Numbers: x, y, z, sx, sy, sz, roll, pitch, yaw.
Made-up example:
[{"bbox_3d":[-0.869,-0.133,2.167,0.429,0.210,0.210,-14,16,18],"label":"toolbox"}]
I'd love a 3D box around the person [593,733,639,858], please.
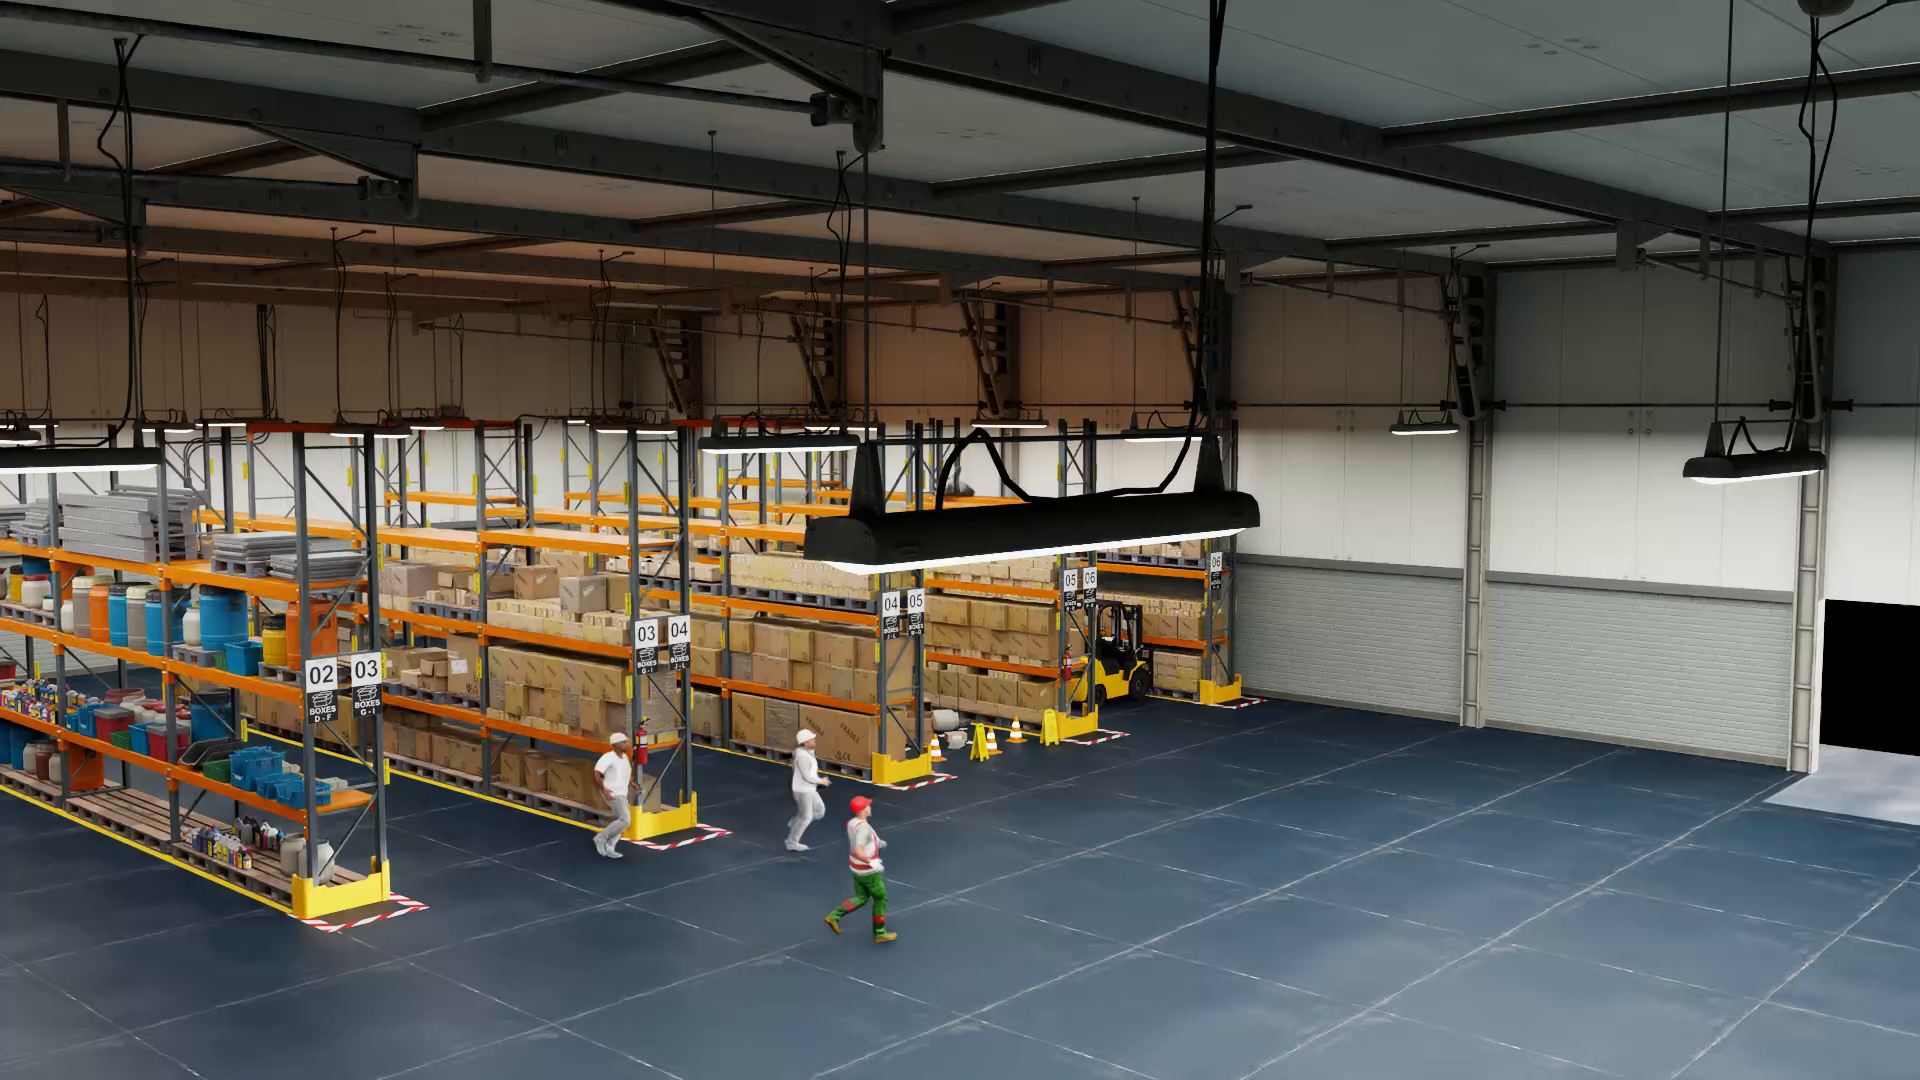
[{"bbox_3d":[-4.795,3.566,23.348,0.545,1.711,0.720,1,5,11],"label":"person"}]

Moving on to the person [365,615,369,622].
[{"bbox_3d":[-13.039,2.469,36.577,0.651,1.763,0.695,4,6,42],"label":"person"}]

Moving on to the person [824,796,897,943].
[{"bbox_3d":[-1.148,3.862,19.448,0.876,1.761,0.669,-2,5,-23],"label":"person"}]

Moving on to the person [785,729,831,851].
[{"bbox_3d":[-2.159,3.532,23.632,0.665,1.724,0.682,0,5,-2],"label":"person"}]
